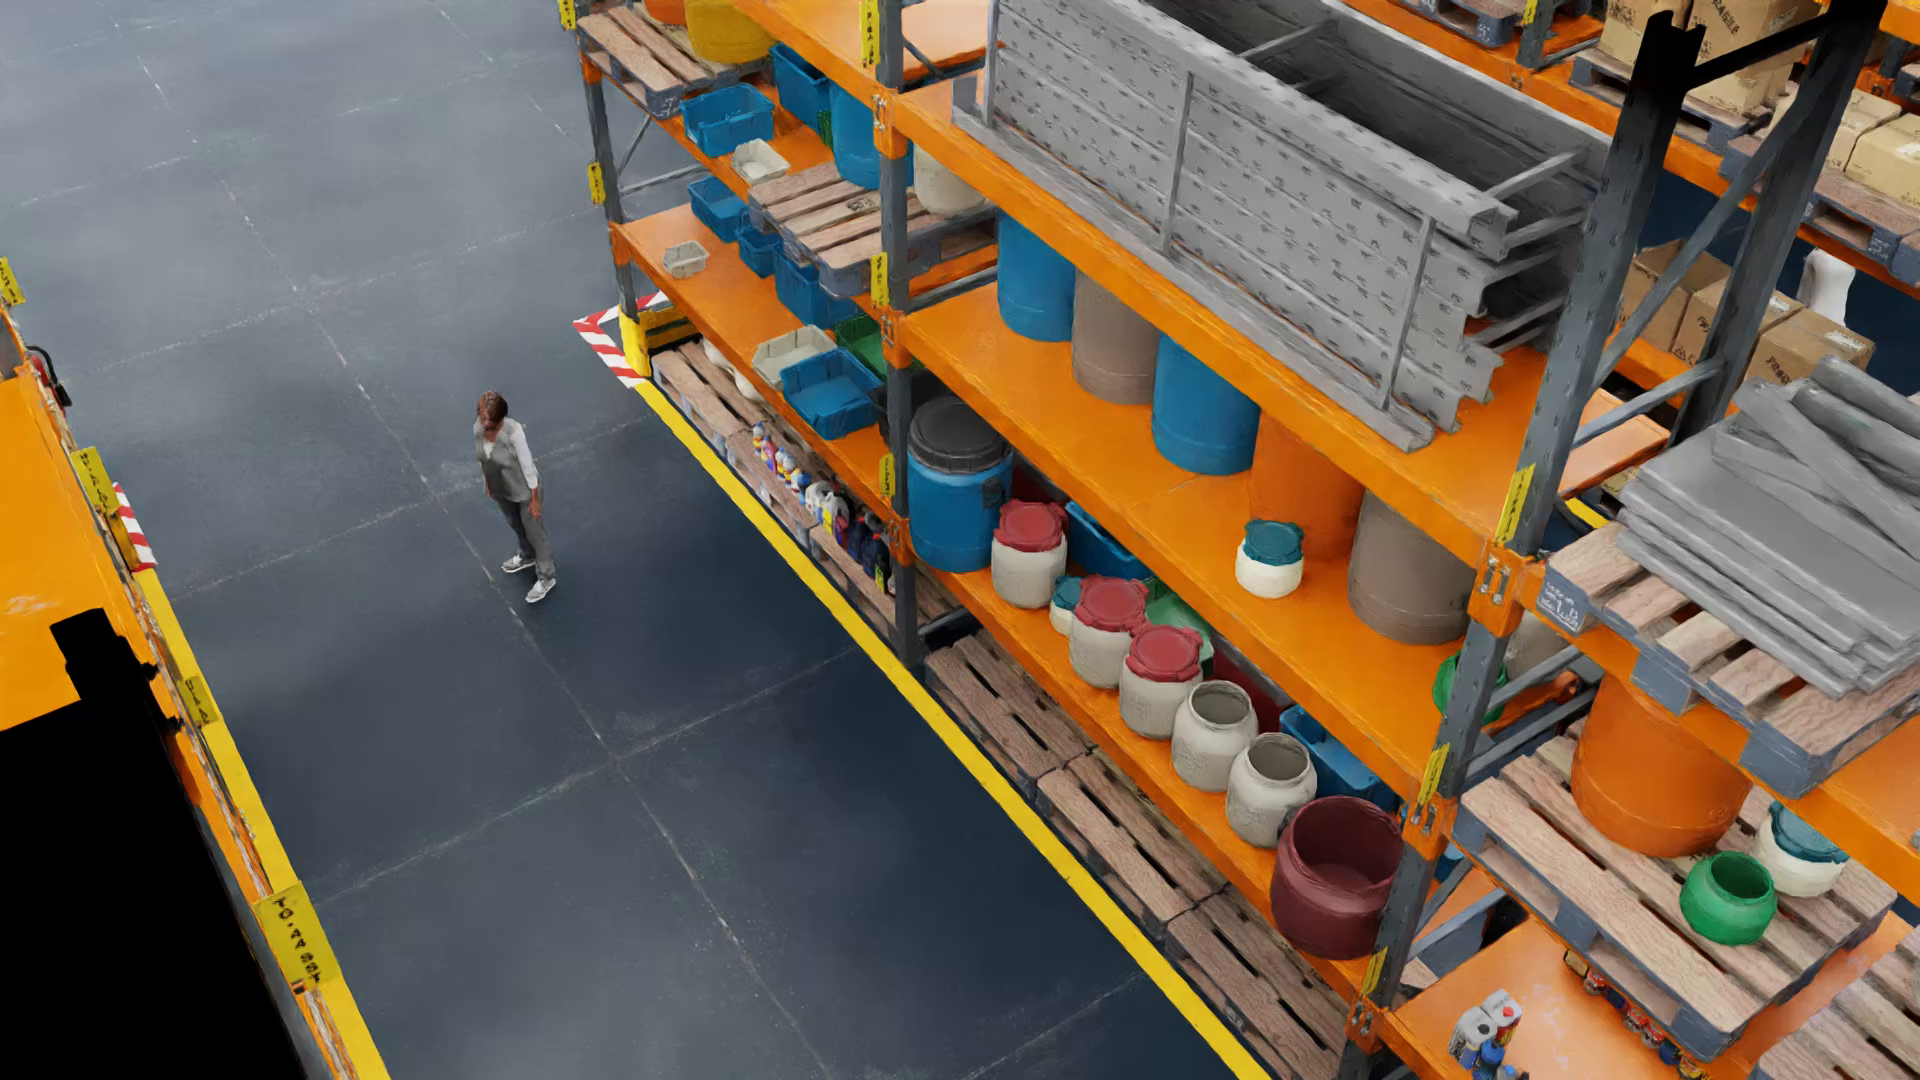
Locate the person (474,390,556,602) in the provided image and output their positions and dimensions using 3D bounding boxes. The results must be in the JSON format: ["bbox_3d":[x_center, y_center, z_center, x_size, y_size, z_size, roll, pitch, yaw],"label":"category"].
[{"bbox_3d":[-2.945,-0.309,10.896,0.504,1.603,0.419,20,46,21],"label":"person"}]

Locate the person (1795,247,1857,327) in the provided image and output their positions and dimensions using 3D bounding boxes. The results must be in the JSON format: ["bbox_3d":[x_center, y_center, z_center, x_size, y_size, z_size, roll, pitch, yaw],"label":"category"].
[{"bbox_3d":[6.317,-1.708,12.336,0.598,1.698,1.194,-23,47,-23],"label":"person"}]
